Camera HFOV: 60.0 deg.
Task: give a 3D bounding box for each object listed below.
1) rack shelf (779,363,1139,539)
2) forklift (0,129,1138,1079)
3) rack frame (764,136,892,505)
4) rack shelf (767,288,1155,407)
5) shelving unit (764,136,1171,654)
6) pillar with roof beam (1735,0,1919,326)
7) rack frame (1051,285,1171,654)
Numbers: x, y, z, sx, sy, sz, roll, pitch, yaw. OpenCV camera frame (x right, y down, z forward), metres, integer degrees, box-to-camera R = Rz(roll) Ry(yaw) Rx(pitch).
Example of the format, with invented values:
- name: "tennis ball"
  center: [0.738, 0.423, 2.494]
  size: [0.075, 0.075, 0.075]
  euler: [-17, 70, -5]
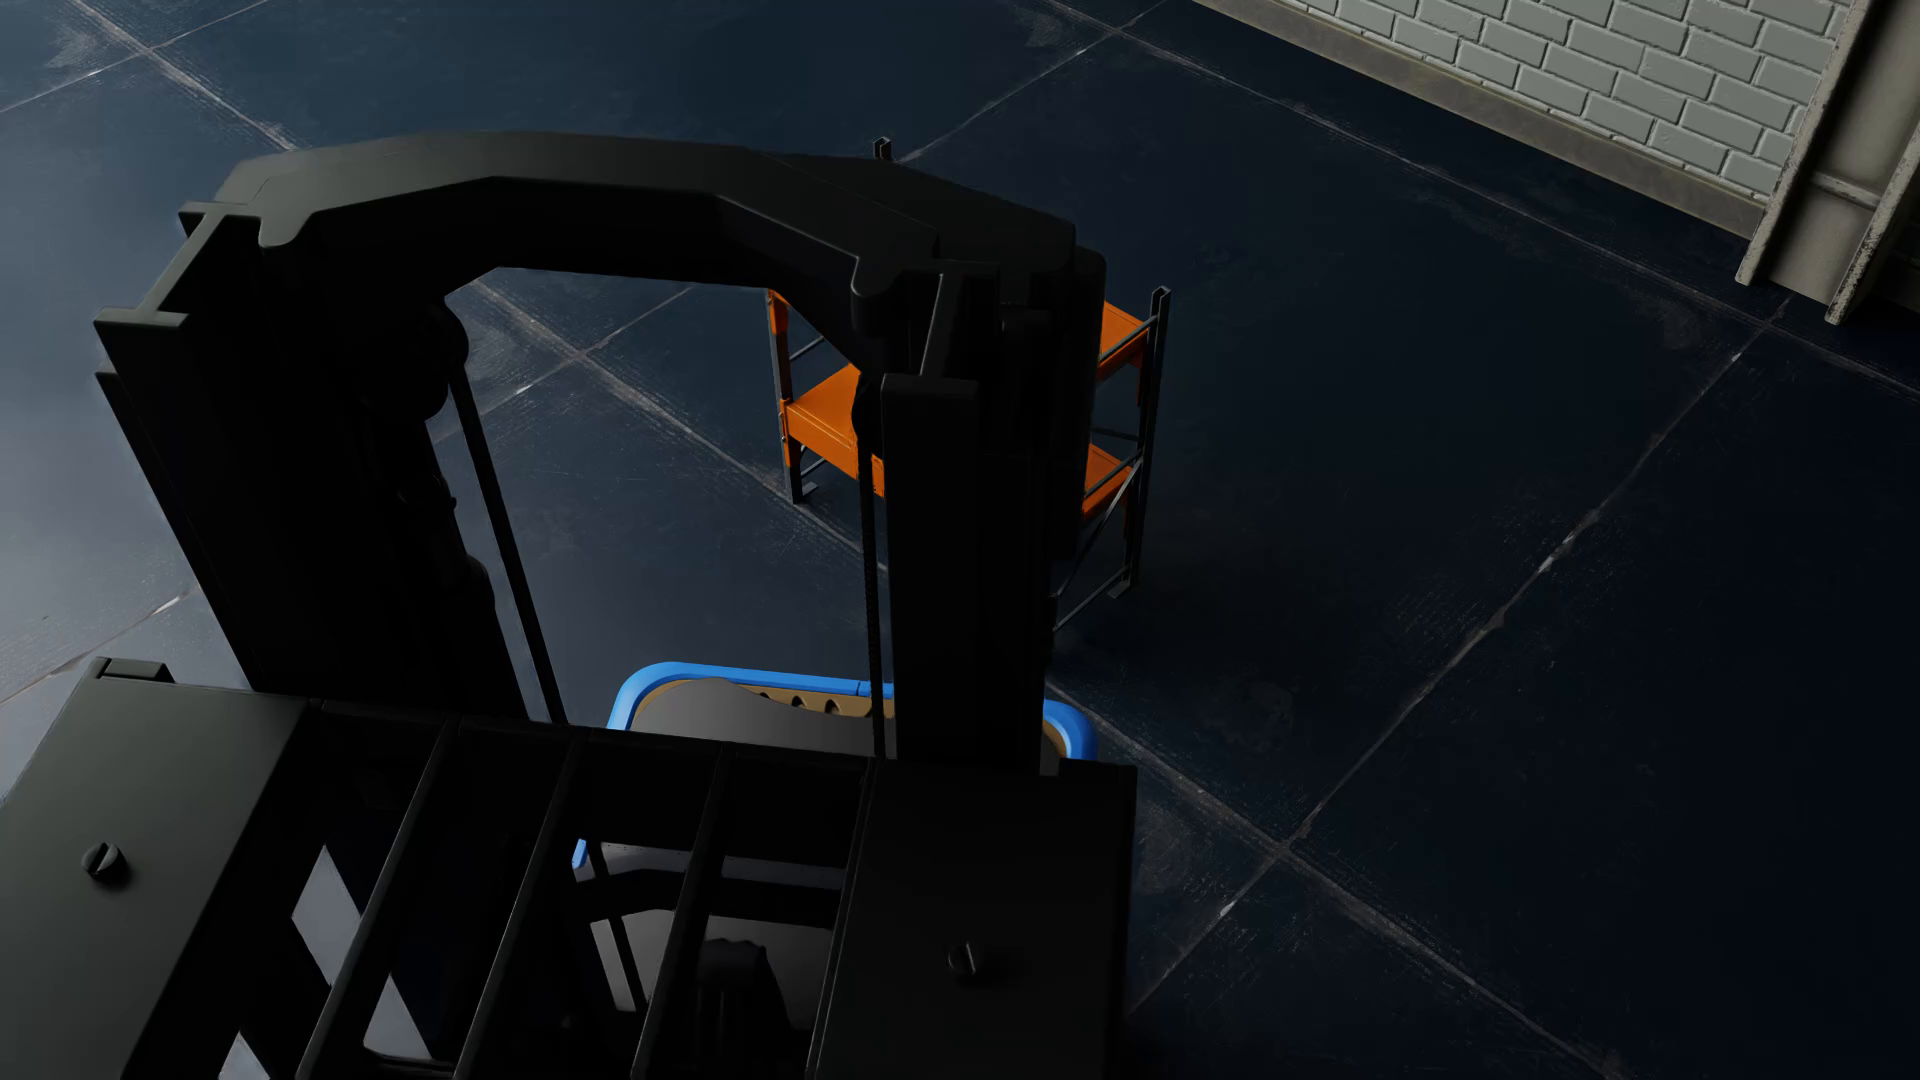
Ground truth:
- name: "rack shelf"
  center: [-0.005, -0.221, 5.021]
  size: [1.000, 0.278, 0.538]
  euler: [34, 55, 28]
- name: "forklift"
  center: [-0.401, 1.095, 2.212]
  size: [1.130, 2.935, 3.031]
  euler: [5, 47, 5]
- name: "rack frame"
  center: [-0.379, -0.640, 5.079]
  size: [0.032, 1.125, 0.500]
  euler: [34, 55, 28]
- name: "rack shelf"
  center: [-0.005, -0.589, 4.630]
  size: [1.000, 0.278, 0.538]
  euler: [34, 55, 28]
- name: "shelving unit"
  center: [-0.005, -0.388, 4.843]
  size: [1.048, 1.125, 0.538]
  euler: [34, 55, 28]
- name: "pillar with roof beam"
  center: [0.195, -1.721, 0.693]
  size: [0.400, 9.000, 9.100]
  euler: [34, 55, 28]
- name: "rack frame"
  center: [0.369, -0.137, 4.607]
  size: [0.032, 1.125, 0.500]
  euler: [34, 55, 28]
